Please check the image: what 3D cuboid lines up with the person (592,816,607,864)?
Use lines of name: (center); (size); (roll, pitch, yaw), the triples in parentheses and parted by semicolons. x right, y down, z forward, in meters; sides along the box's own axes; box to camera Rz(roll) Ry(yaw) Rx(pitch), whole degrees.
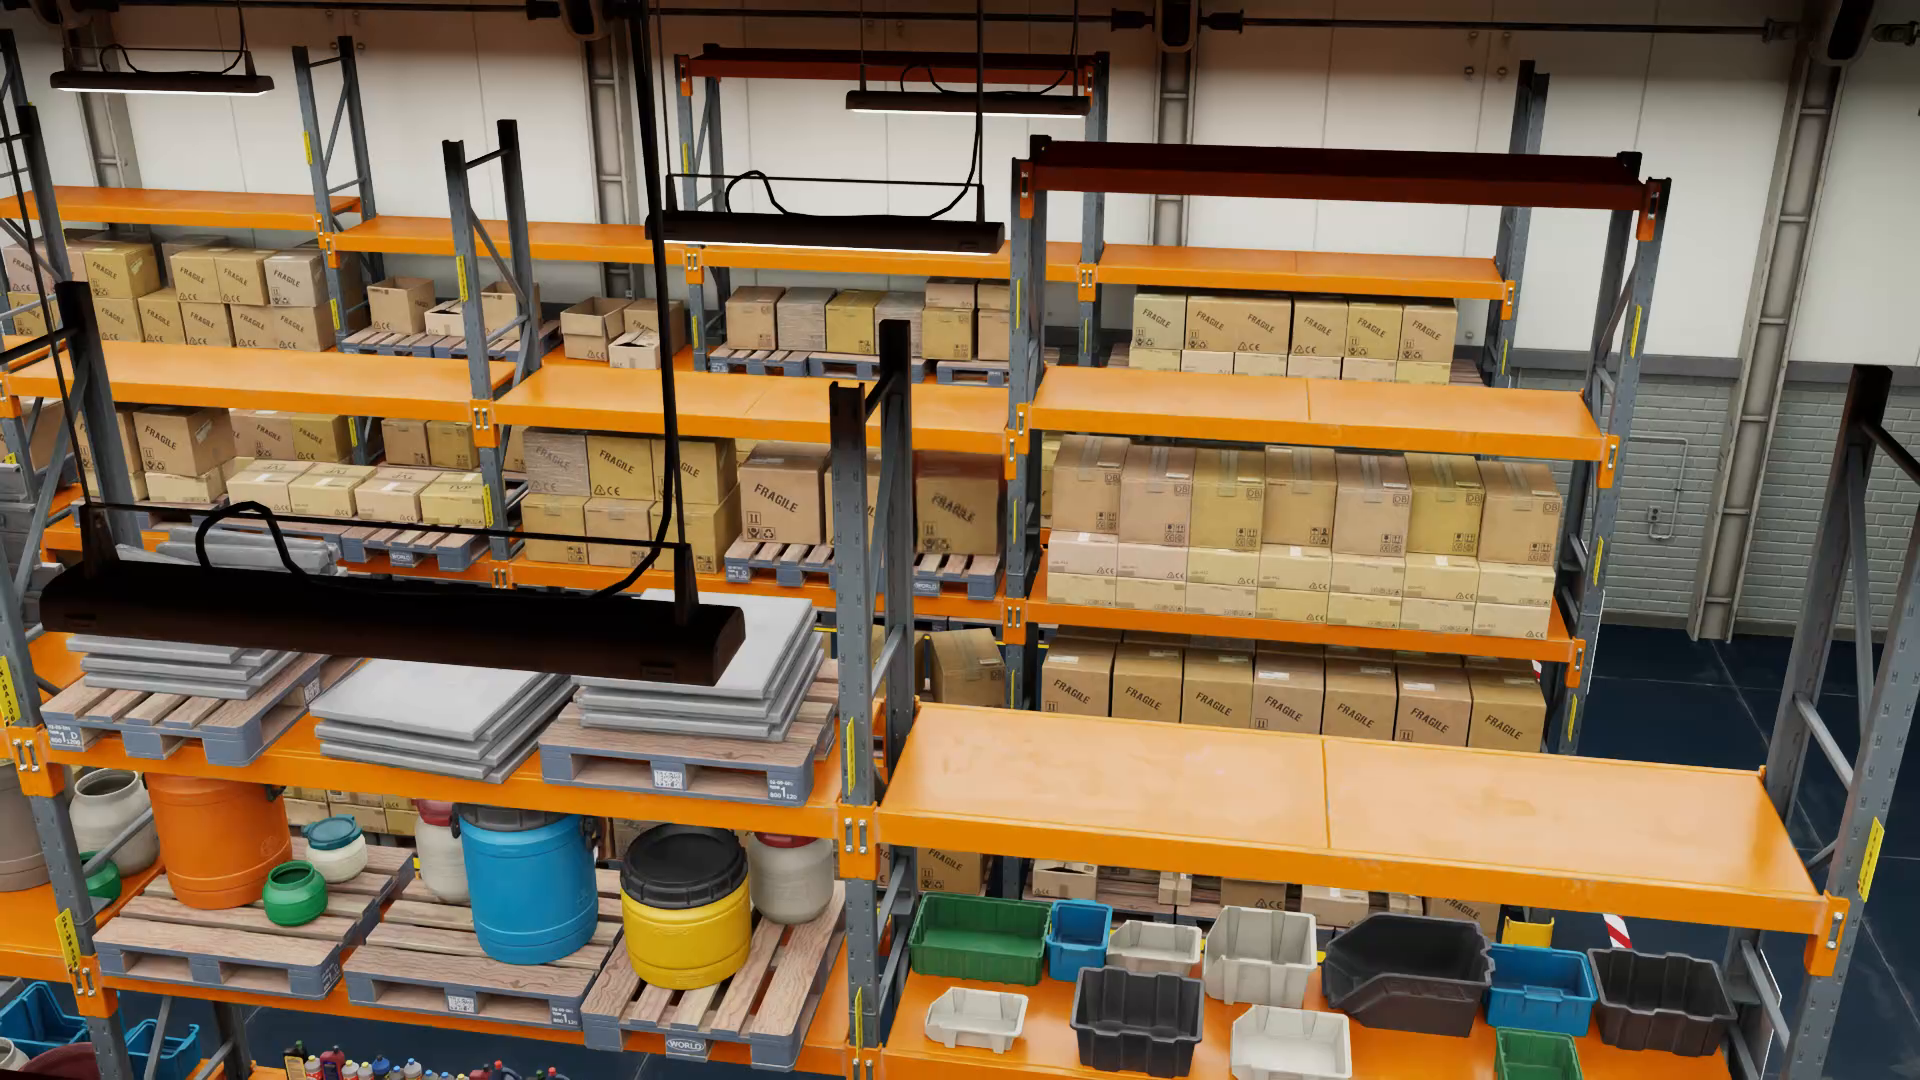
person: (-2.839, 2.360, 12.309); (0.775, 1.582, 0.533); (6, 24, 13)
